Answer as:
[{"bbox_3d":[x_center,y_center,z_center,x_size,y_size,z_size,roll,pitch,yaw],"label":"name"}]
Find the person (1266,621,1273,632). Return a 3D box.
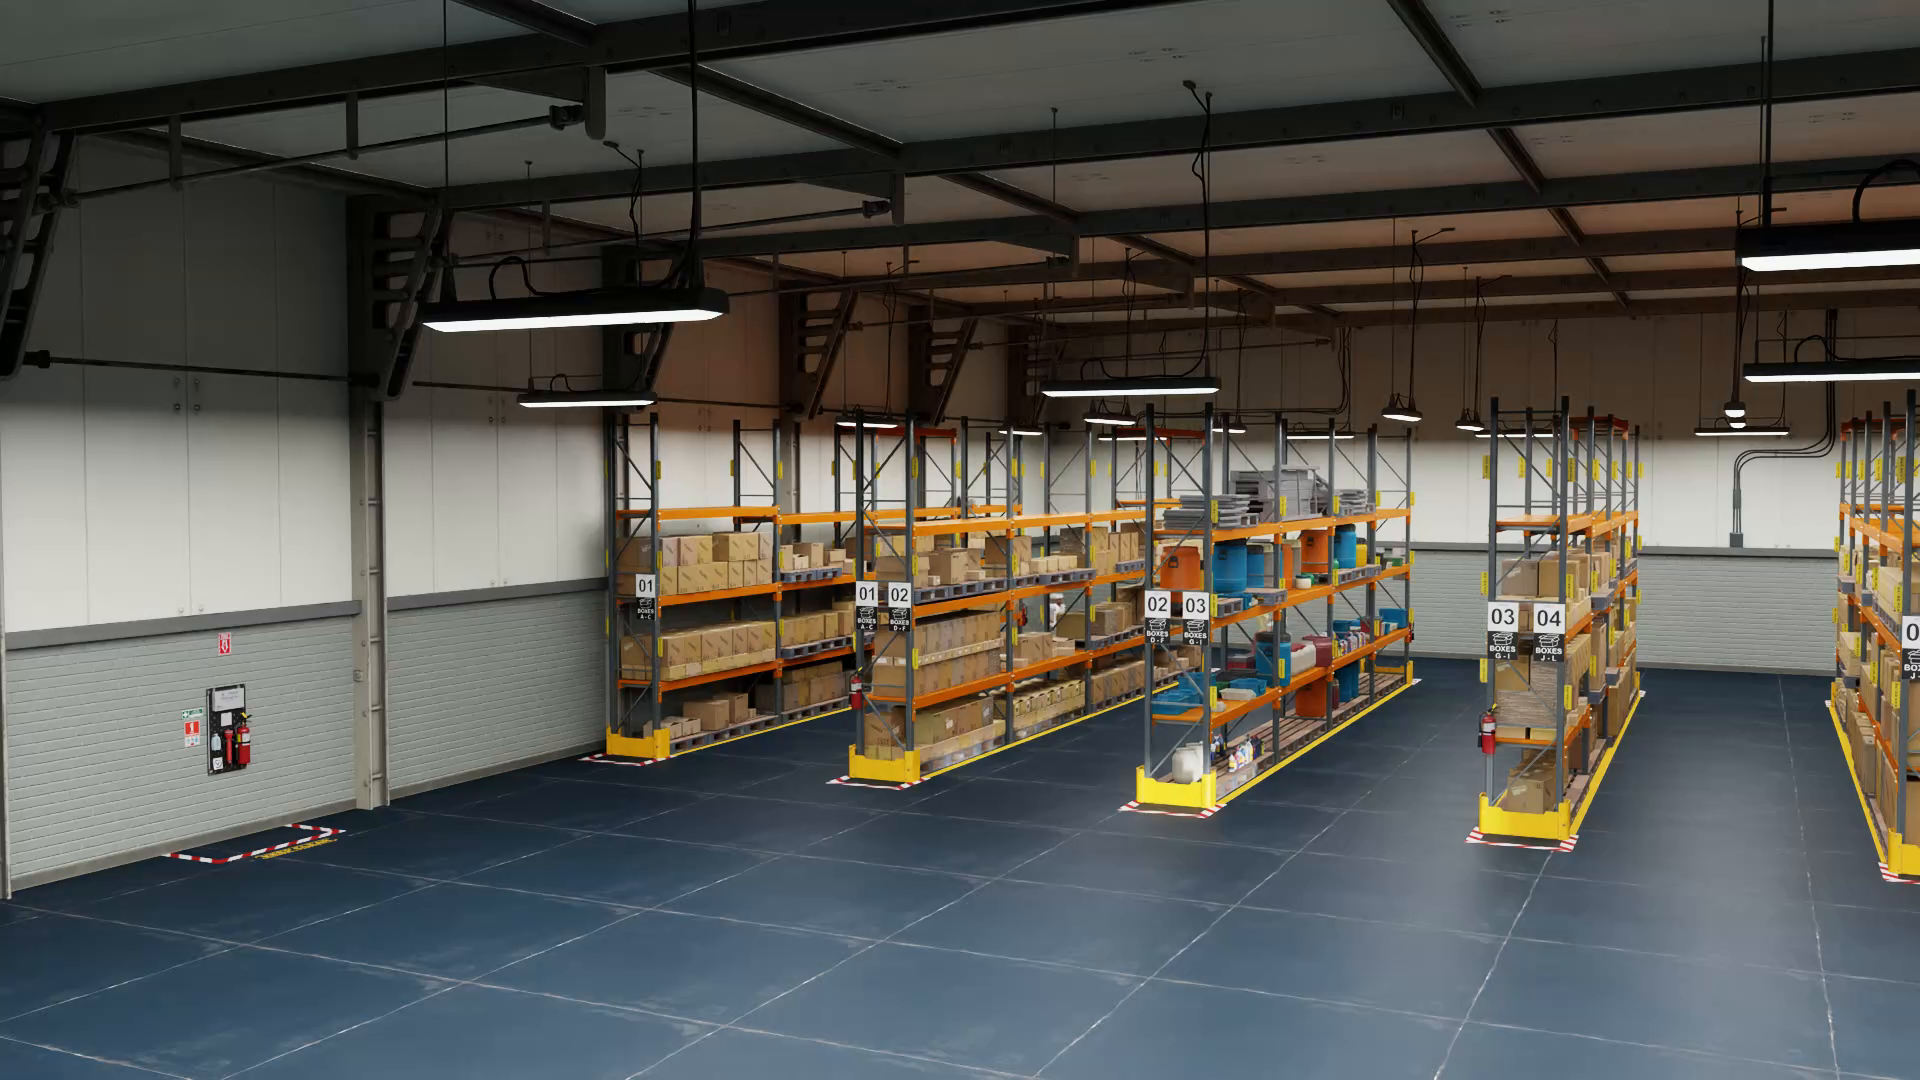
[{"bbox_3d":[6.767,2.602,36.088,1.041,1.714,0.478,-2,3,-45],"label":"person"}]

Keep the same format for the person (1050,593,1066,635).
[{"bbox_3d":[2.661,2.312,44.050,0.647,1.793,0.643,-2,3,-42],"label":"person"}]

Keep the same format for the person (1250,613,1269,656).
[{"bbox_3d":[7.856,2.365,43.119,0.940,1.640,0.460,-1,2,-13],"label":"person"}]

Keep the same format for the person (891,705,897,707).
[{"bbox_3d":[-1.202,2.850,31.457,0.497,1.740,0.462,-1,3,-20],"label":"person"}]
